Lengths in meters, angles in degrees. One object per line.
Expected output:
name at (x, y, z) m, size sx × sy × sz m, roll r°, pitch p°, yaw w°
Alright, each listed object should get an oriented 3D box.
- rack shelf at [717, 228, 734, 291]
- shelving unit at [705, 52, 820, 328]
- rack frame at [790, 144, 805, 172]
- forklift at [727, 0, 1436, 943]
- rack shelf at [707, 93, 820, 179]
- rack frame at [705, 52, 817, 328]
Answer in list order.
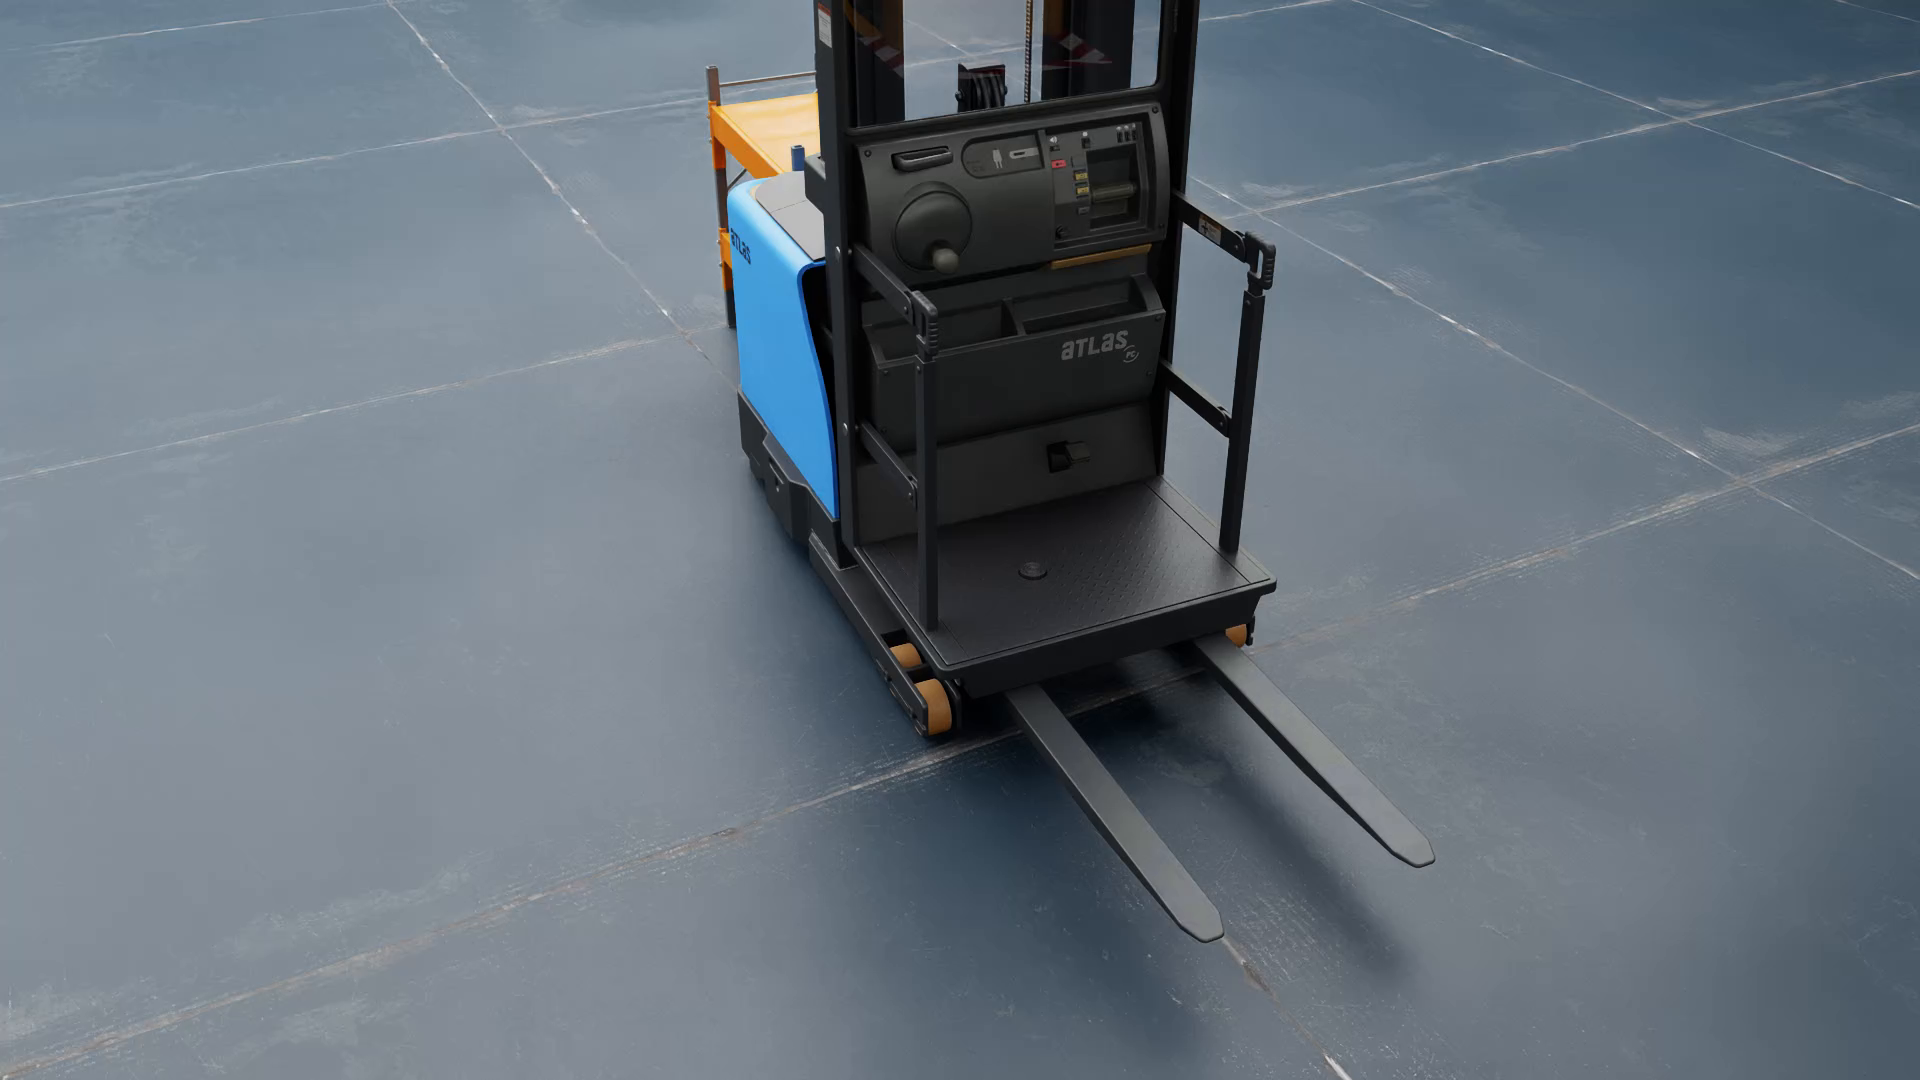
rack shelf at (-0.568, -0.997, 6.716) m, size 0.538 × 0.278 × 1.000 m, roll -14°, pitch 35°, yaw -20°
shelving unit at (-0.568, -1.203, 6.584) m, size 0.538 × 1.125 × 1.048 m, roll -14°, pitch 35°, yaw -20°
rack frame at (-0.359, -0.953, 6.194) m, size 0.500 × 1.125 × 0.032 m, roll -14°, pitch 35°, yaw -20°
forklift at (0.254, -0.928, 4.481) m, size 1.130 × 2.935 × 3.031 m, roll -14°, pitch 35°, yaw -20°
rack shelf at (-0.568, -1.449, 6.427) m, size 0.538 × 0.278 × 1.000 m, roll -14°, pitch 35°, yaw -20°
rack frame at (-0.776, -1.453, 6.975) m, size 0.500 × 1.125 × 0.032 m, roll -14°, pitch 35°, yaw -20°
